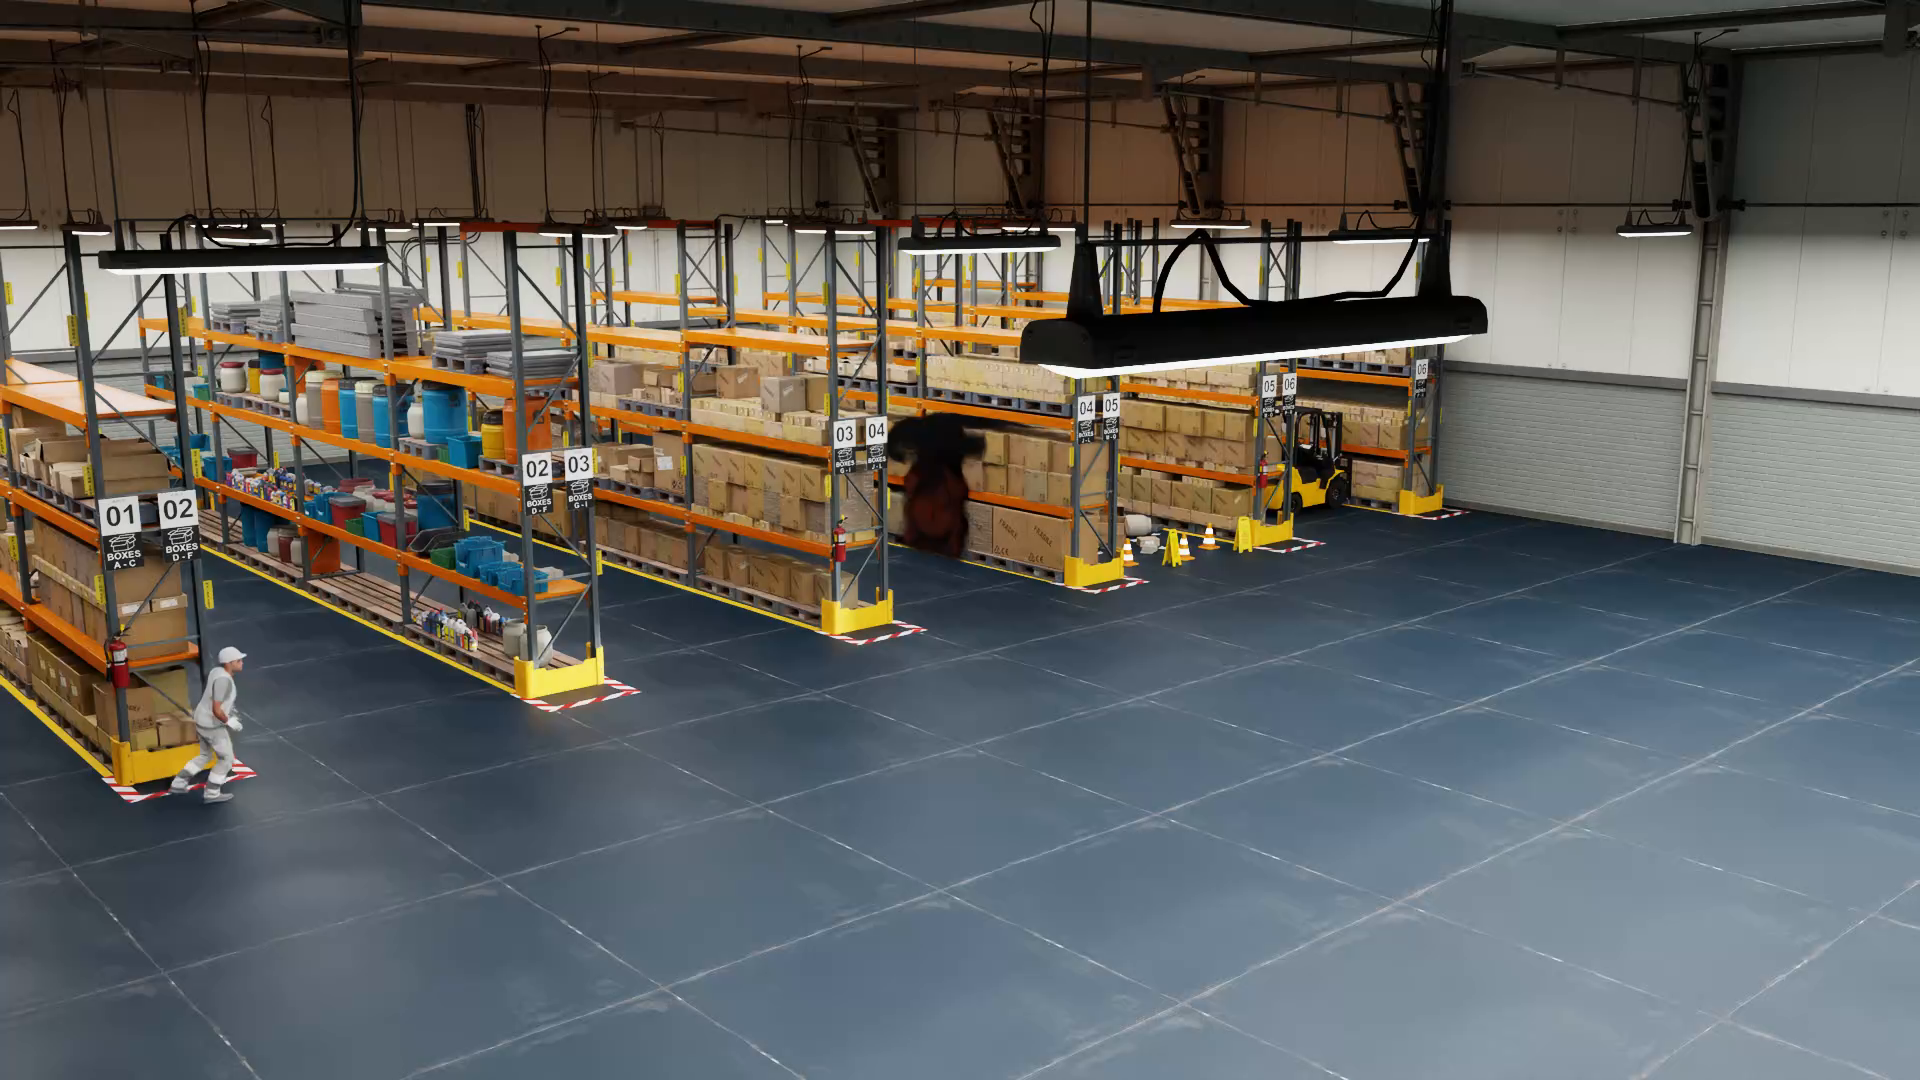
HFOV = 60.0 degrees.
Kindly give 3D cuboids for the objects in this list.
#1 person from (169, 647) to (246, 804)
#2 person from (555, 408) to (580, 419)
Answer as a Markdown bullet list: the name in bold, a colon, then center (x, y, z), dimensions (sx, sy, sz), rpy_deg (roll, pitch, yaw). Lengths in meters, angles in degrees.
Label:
- **person**: center (-8.031, 1.989, 17.763), dimensions (0.857, 1.688, 0.641), rpy_deg (-7, 14, -32)
- **person**: center (-9.542, -2.600, 40.474), dimensions (0.655, 1.697, 0.724), rpy_deg (0, 11, -1)
